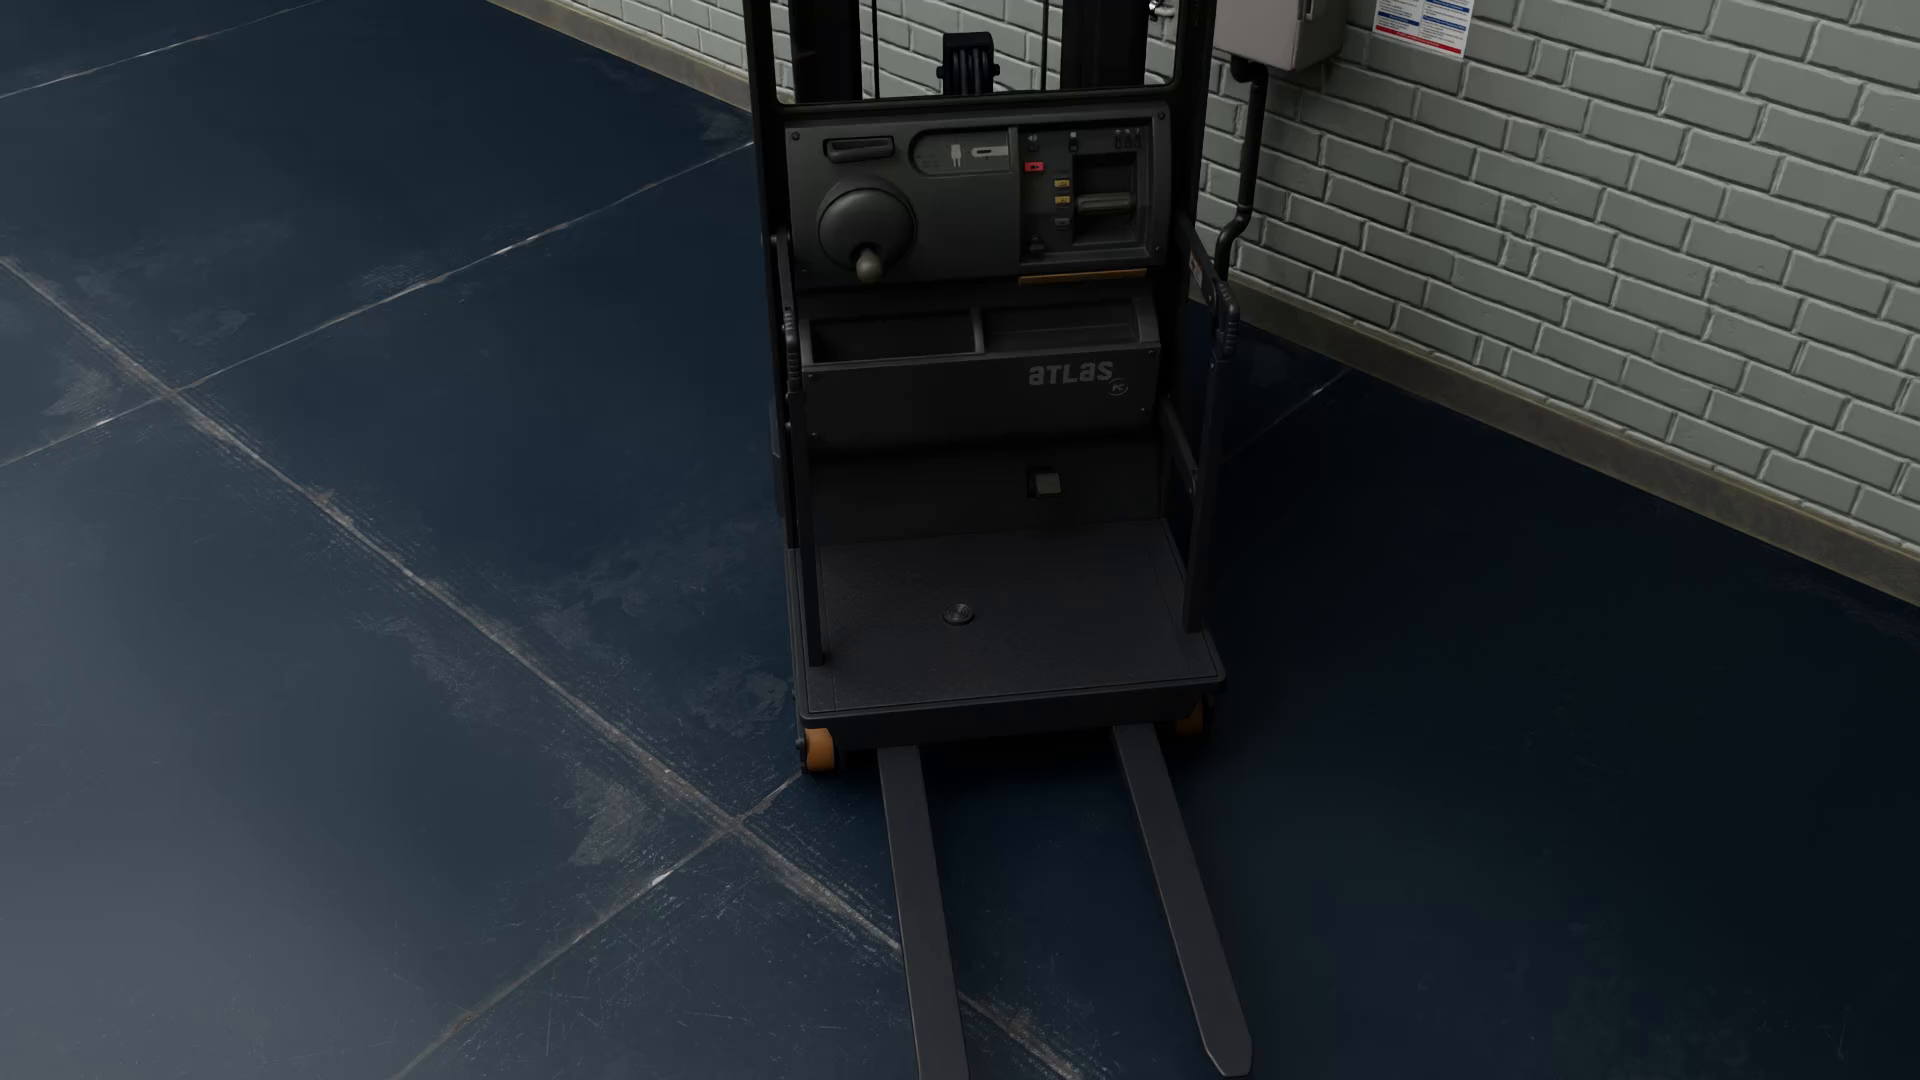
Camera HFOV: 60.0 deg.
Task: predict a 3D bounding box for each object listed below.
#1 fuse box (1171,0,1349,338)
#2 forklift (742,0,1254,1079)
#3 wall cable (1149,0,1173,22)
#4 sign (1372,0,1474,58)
[{"bbox_3d":[0.950,-1.416,5.656,0.539,1.711,0.414,30,47,32],"label":"fuse box"},{"bbox_3d":[0.082,-0.760,3.851,1.130,2.935,3.031,-5,39,-6],"label":"forklift"},{"bbox_3d":[0.553,-2.677,5.390,0.588,1.984,0.122,30,47,32],"label":"wall cable"},{"bbox_3d":[1.455,-1.771,5.143,0.329,0.494,0.001,30,47,32],"label":"sign"}]
